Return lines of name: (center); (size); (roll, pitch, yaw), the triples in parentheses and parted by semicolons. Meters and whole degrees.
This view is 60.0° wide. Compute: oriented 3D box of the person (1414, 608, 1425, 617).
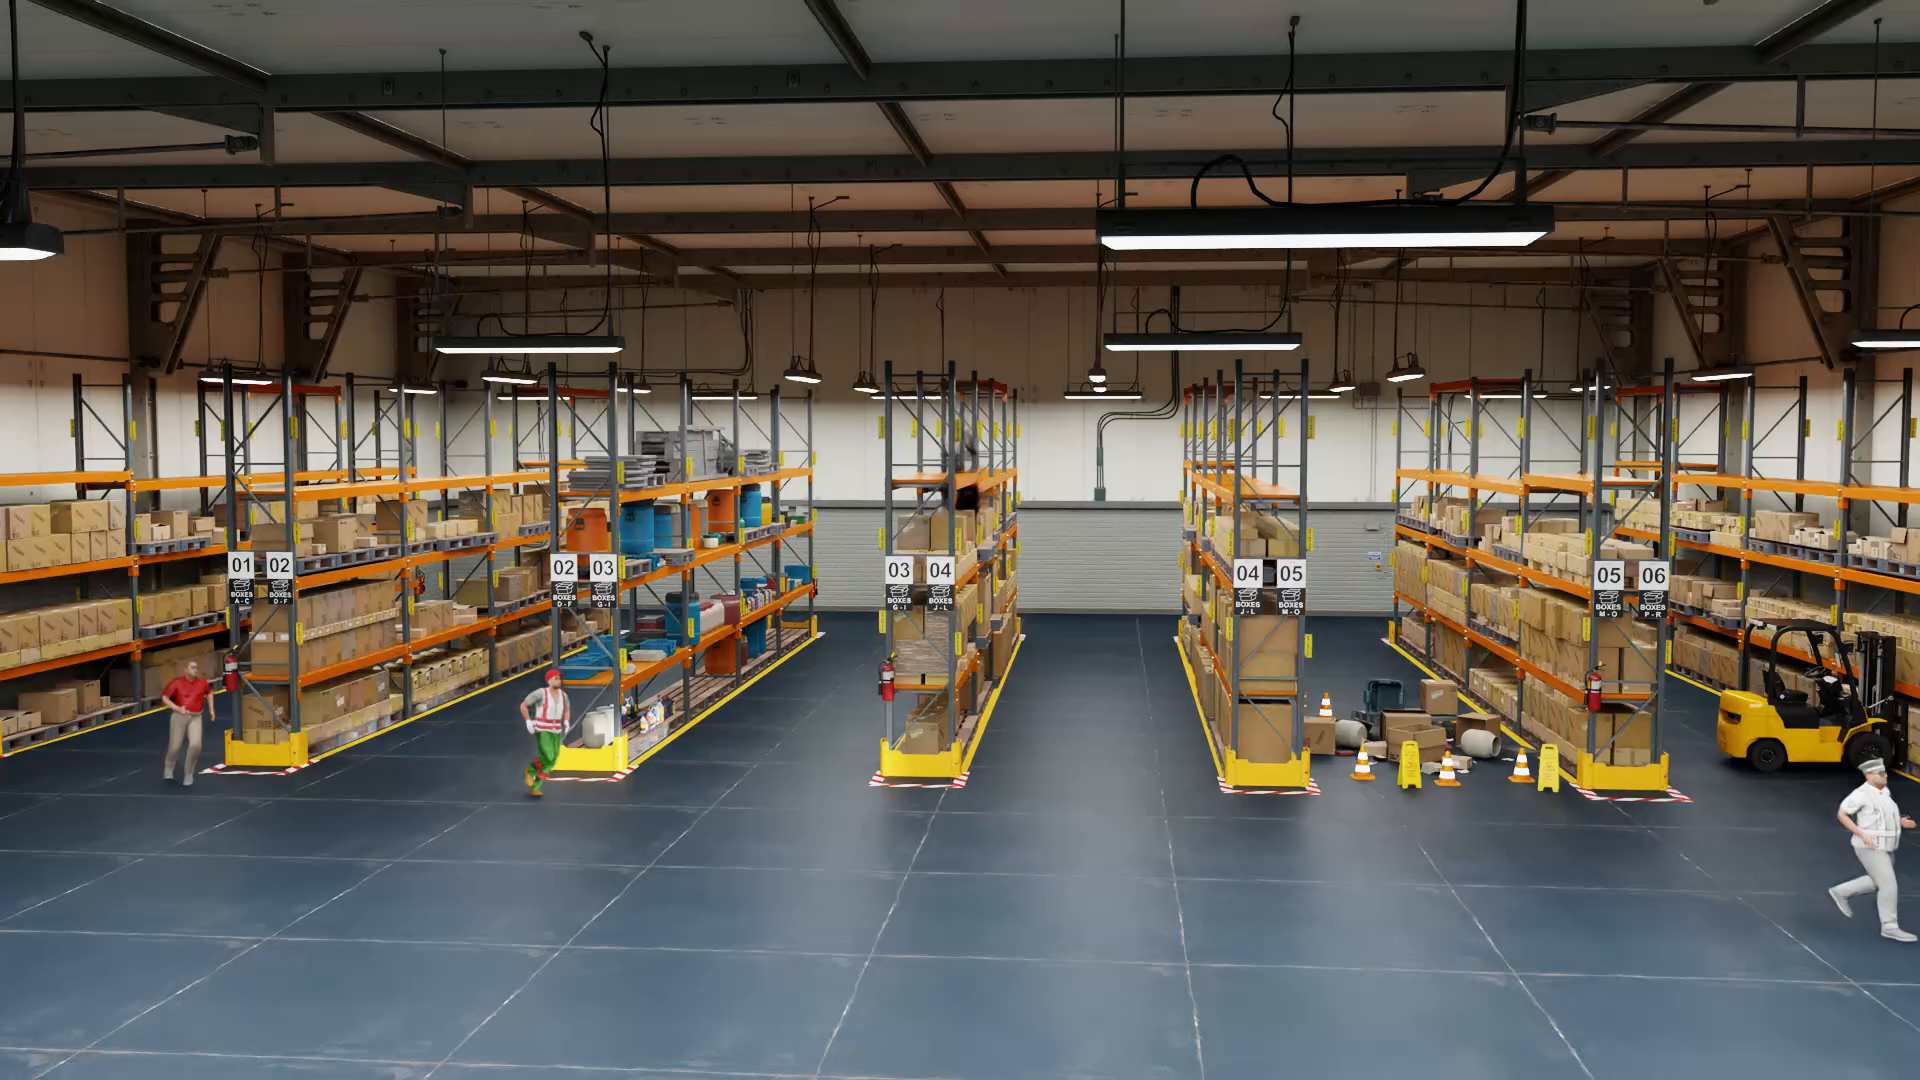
person: (11.223, 1.555, 40.395); (0.531, 1.604, 0.657); (4, 5, 44)

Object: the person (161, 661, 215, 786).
person: (-11.000, 2.605, 23.730); (0.726, 1.771, 0.671); (-3, 5, -38)

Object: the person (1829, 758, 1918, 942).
person: (9.091, 3.031, 16.517); (0.674, 1.747, 0.878); (-3, 5, -36)

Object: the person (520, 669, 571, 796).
person: (-5.630, 2.639, 22.904); (0.538, 1.712, 0.686); (3, 5, 41)
